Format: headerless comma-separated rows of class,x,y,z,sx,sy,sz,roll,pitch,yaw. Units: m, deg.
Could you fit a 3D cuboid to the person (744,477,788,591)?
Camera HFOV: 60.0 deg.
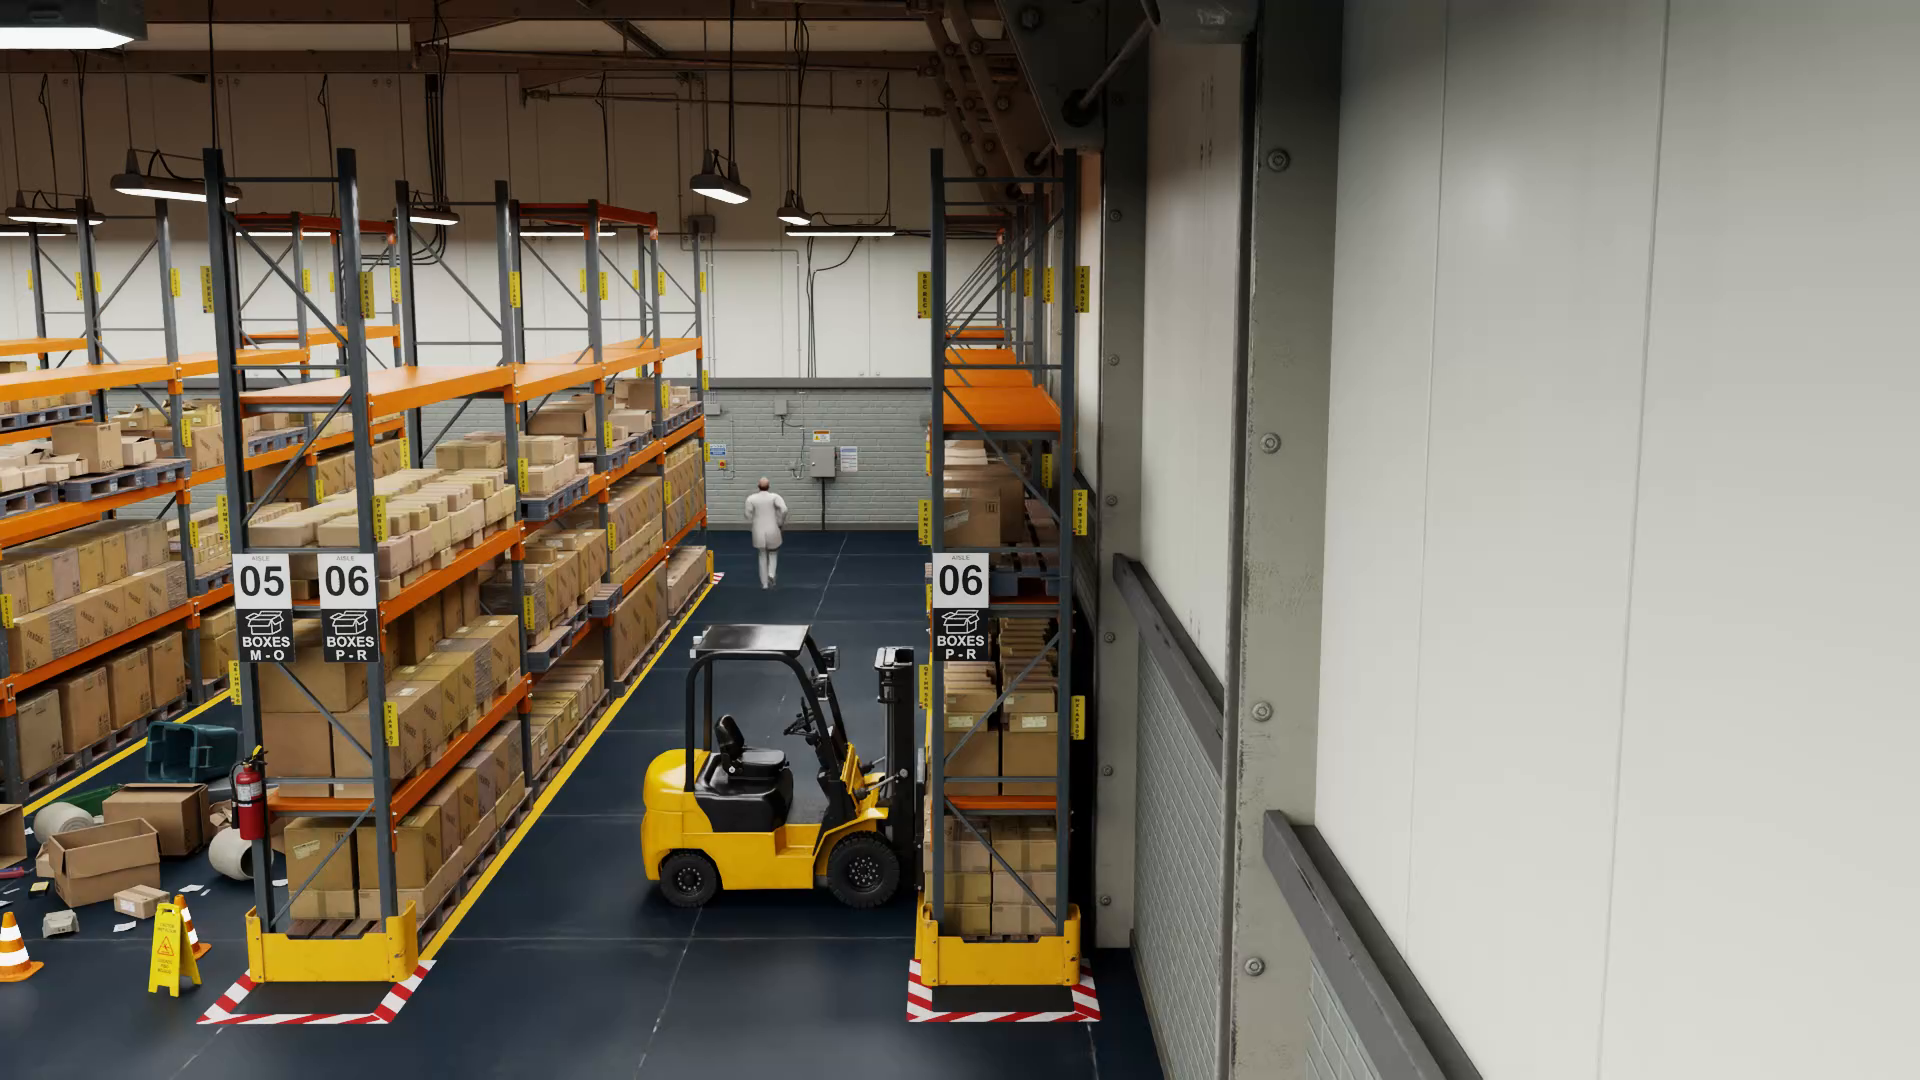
person,-3.042,-0.084,26.172,0.687,1.826,0.684,-1,9,-4
